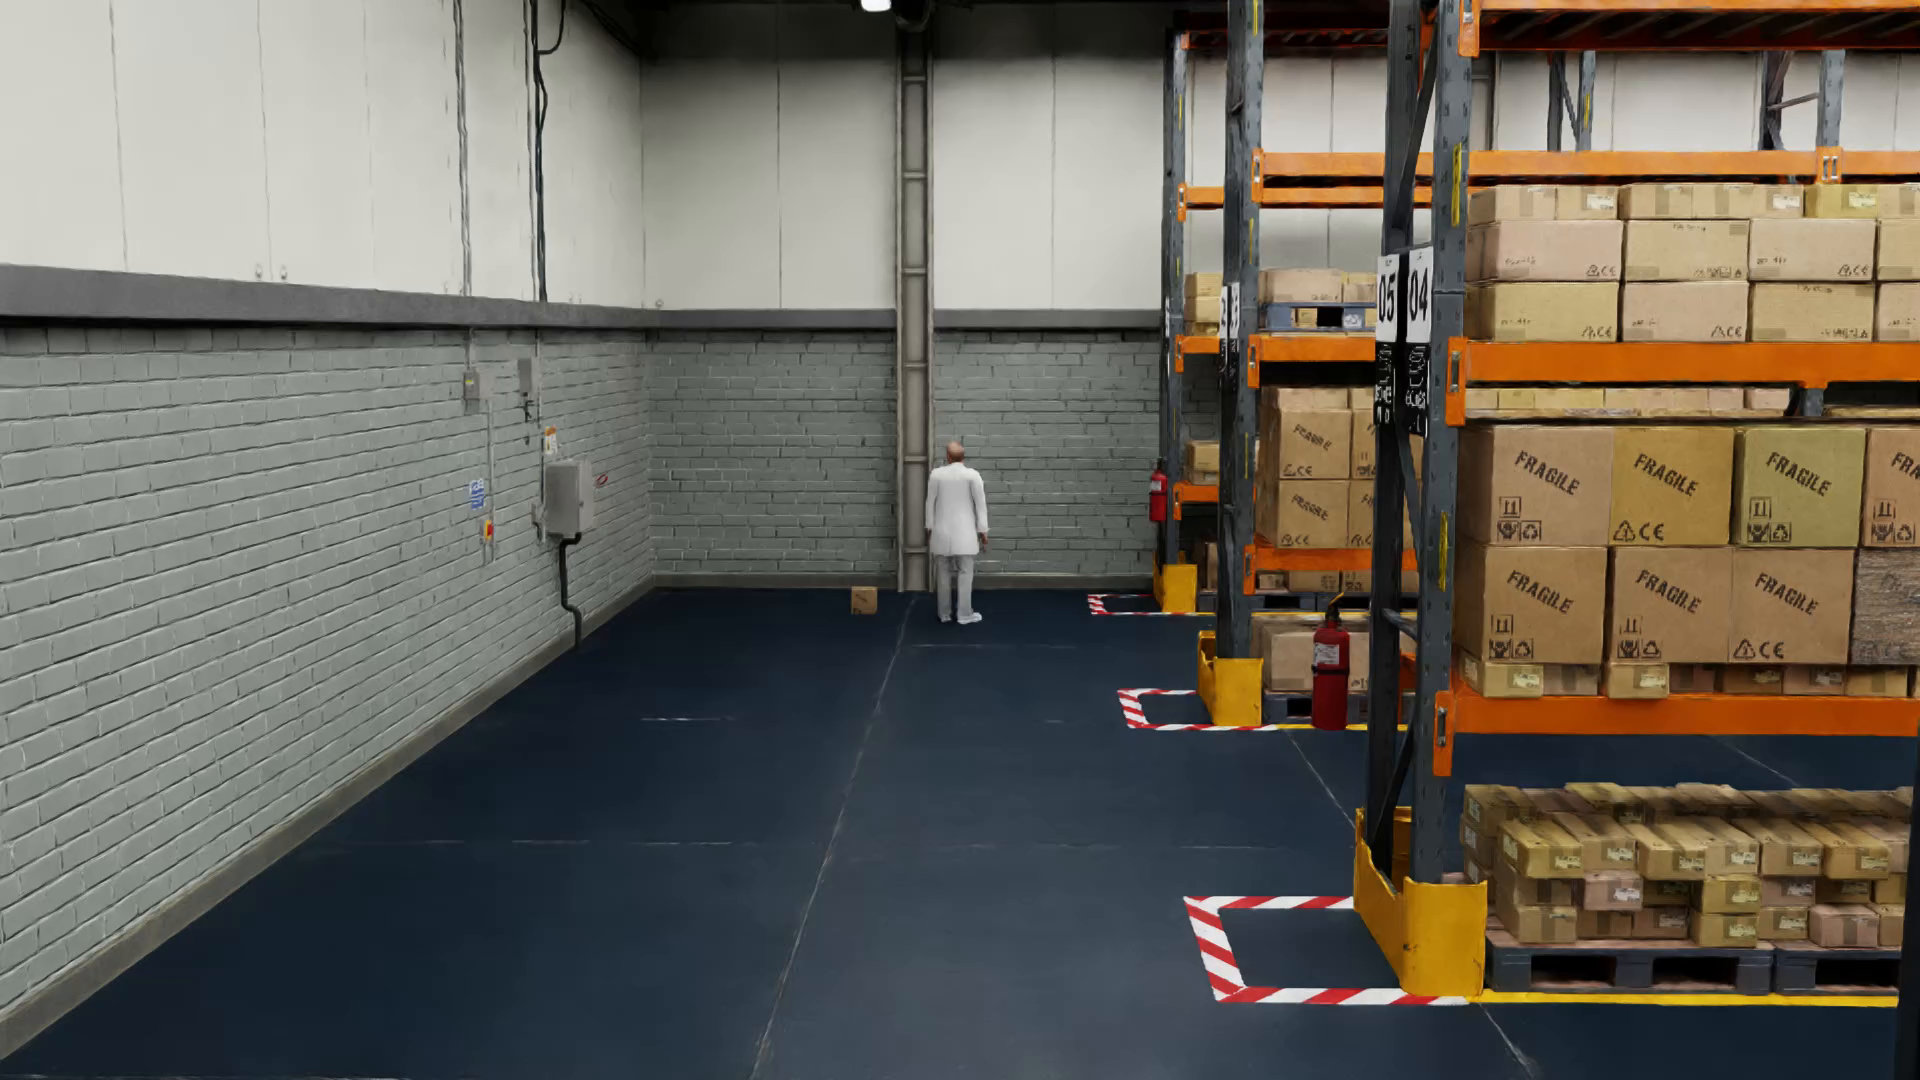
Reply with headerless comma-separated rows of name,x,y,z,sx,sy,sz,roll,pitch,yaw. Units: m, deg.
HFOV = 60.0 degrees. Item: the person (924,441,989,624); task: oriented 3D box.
person,-0.024,-0.087,16.334,0.647,1.784,0.509,1,7,11
